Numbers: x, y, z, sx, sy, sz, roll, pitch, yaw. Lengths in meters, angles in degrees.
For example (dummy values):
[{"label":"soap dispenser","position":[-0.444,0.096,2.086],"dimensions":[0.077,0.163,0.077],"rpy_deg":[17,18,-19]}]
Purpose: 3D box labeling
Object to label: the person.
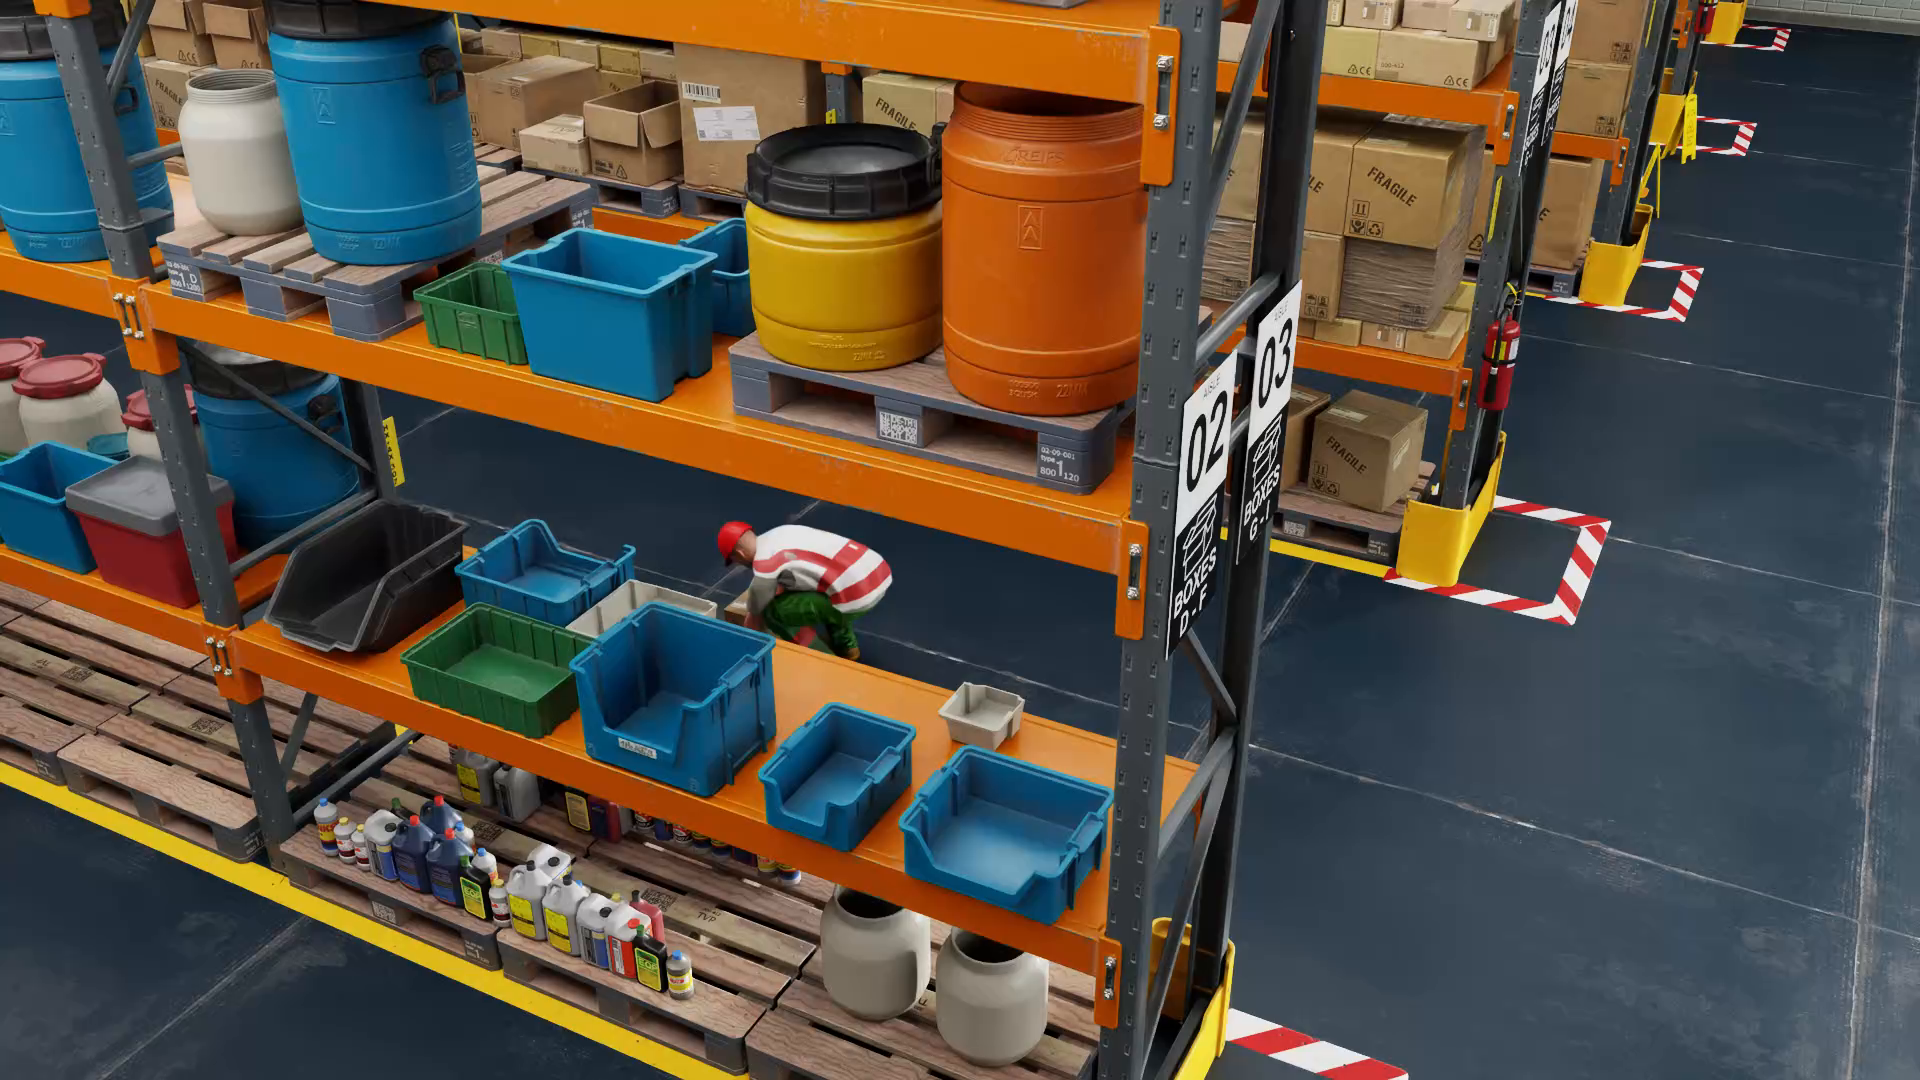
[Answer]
[{"label":"person","position":[-0.831,0.312,8.774],"dimensions":[0.957,0.798,0.518],"rpy_deg":[13,32,22]}]
